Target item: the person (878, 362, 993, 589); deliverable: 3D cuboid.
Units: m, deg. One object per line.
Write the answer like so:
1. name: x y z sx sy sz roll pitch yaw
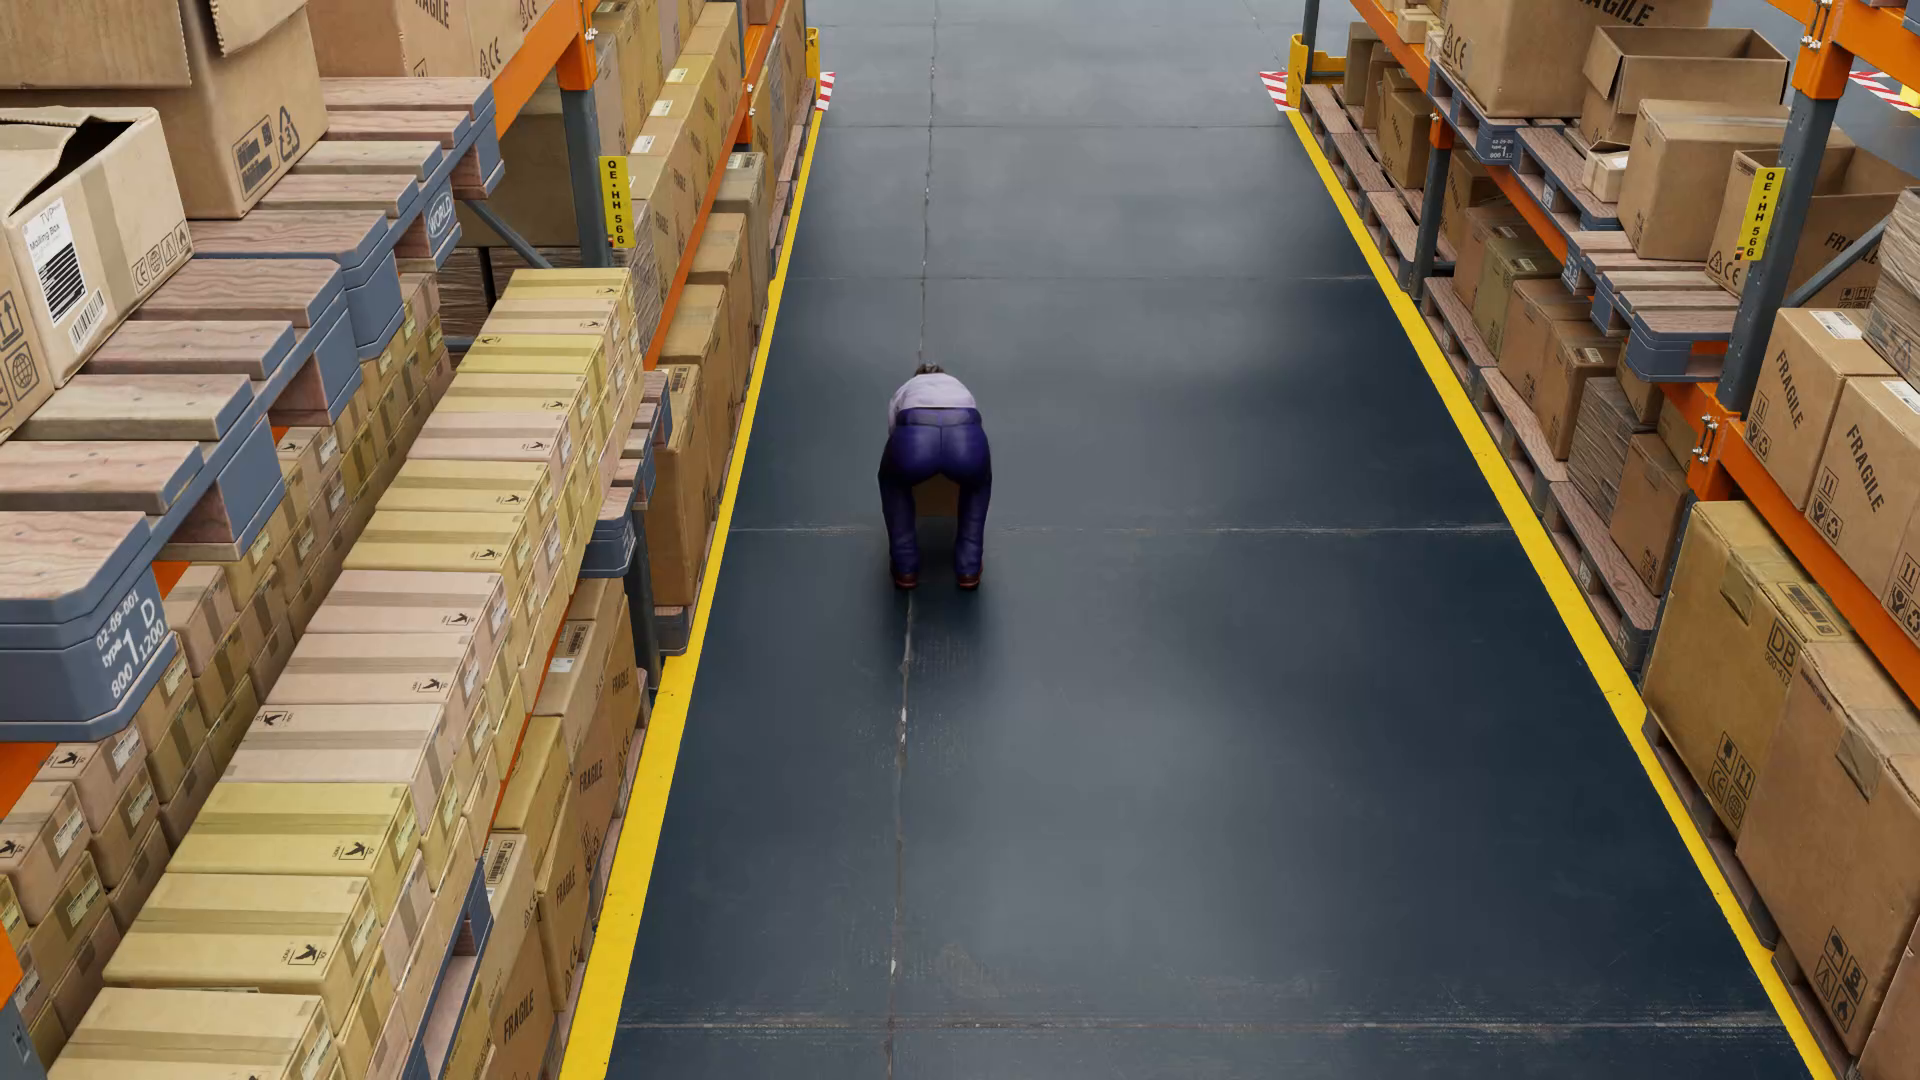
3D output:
1. person: -0.111 -0.324 7.367 0.509 0.921 0.903 -2 32 -3
